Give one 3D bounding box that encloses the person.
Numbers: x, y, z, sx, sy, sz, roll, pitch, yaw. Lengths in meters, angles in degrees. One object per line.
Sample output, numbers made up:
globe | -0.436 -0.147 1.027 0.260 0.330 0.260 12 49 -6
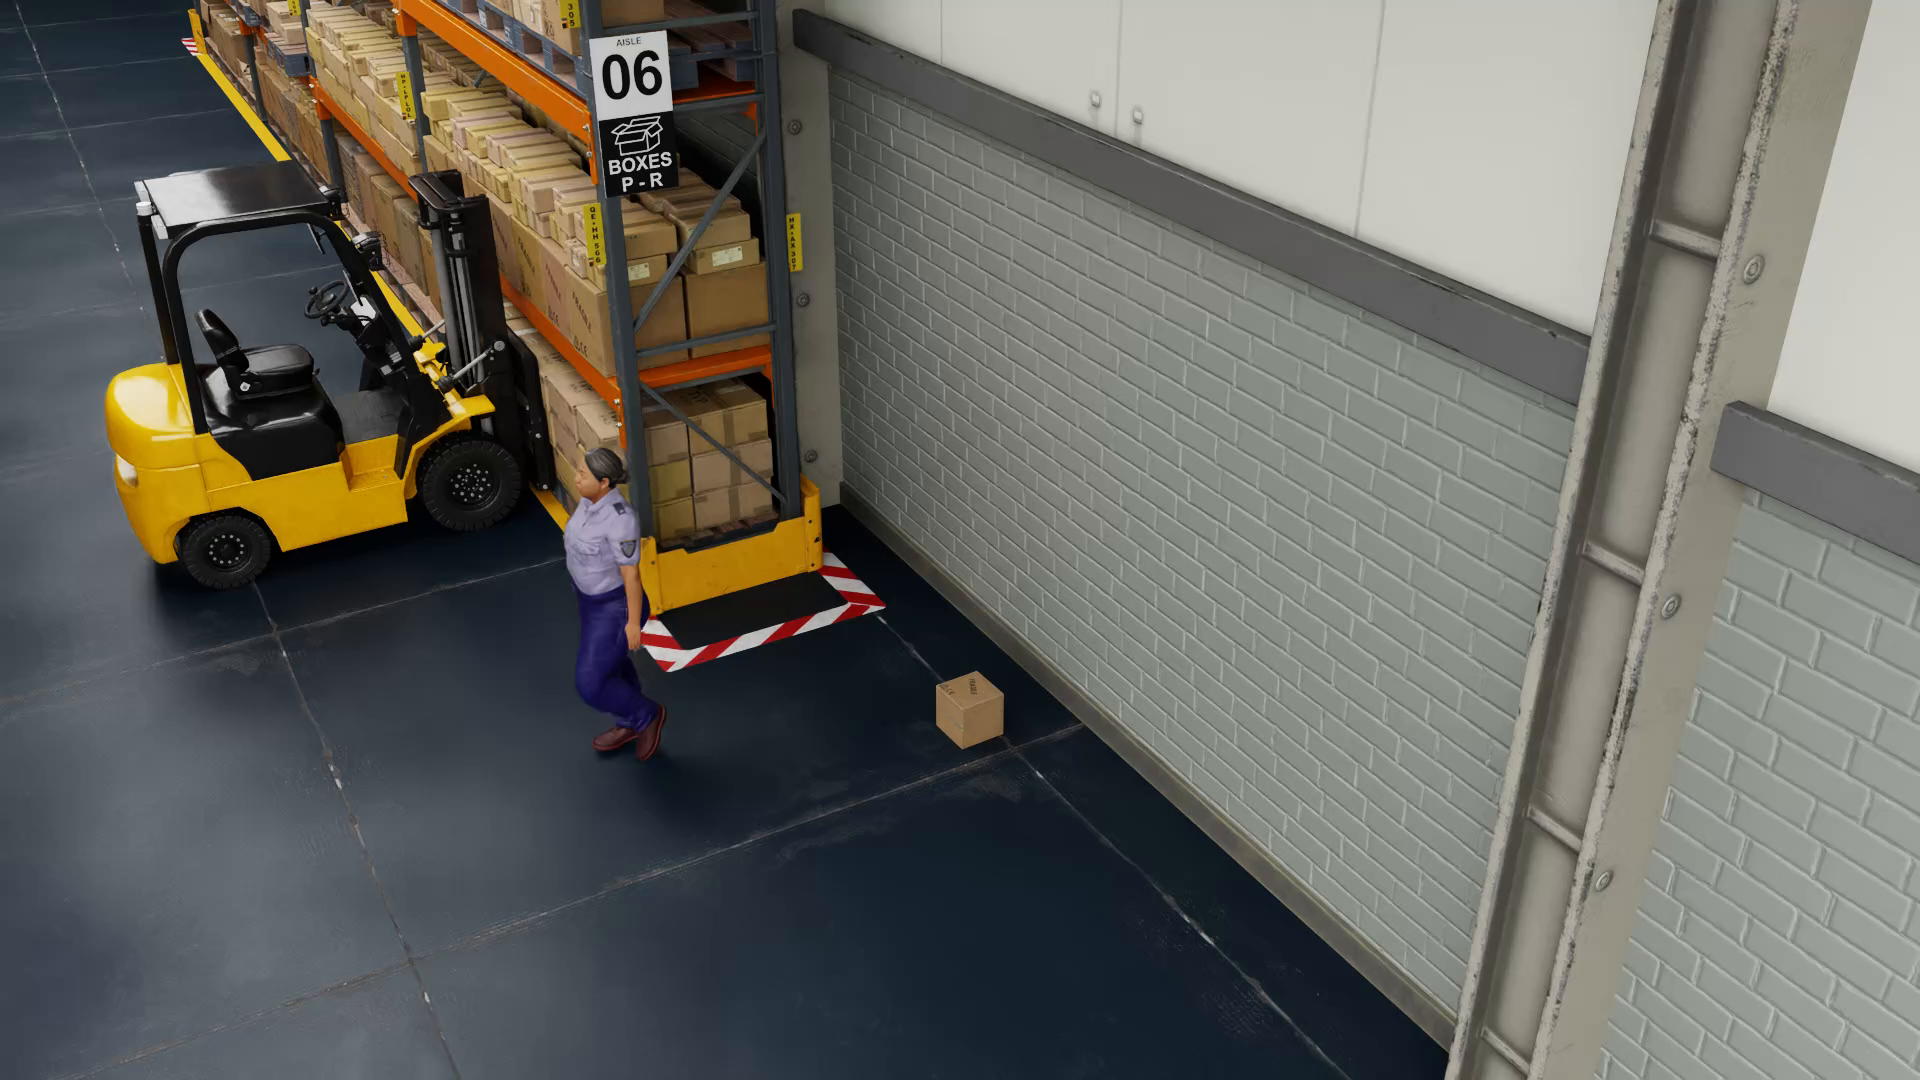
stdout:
person | -1.709 0.331 7.944 0.431 1.640 0.504 -15 33 -25
